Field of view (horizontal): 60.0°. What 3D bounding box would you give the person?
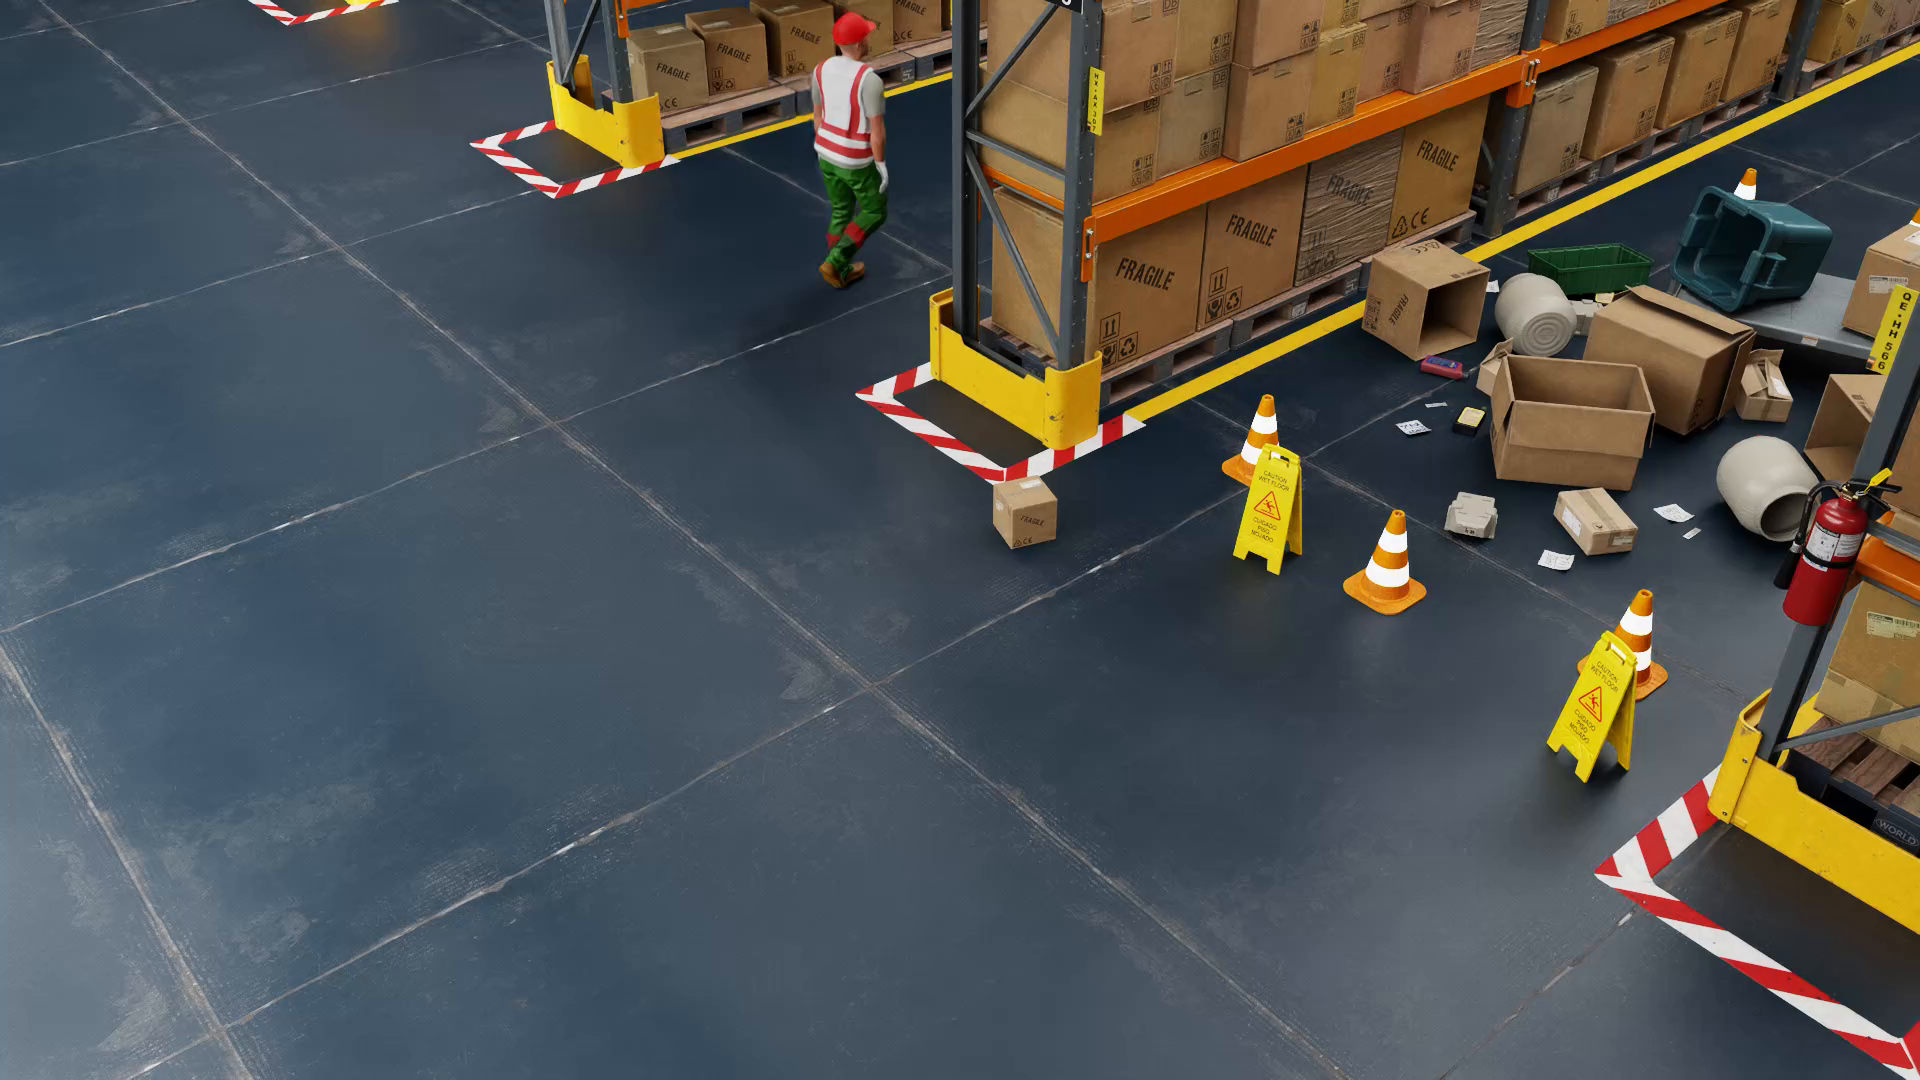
[{"bbox_3d":[-0.713,-2.354,10.335,0.578,1.777,0.567,25,42,31],"label":"person"}]
